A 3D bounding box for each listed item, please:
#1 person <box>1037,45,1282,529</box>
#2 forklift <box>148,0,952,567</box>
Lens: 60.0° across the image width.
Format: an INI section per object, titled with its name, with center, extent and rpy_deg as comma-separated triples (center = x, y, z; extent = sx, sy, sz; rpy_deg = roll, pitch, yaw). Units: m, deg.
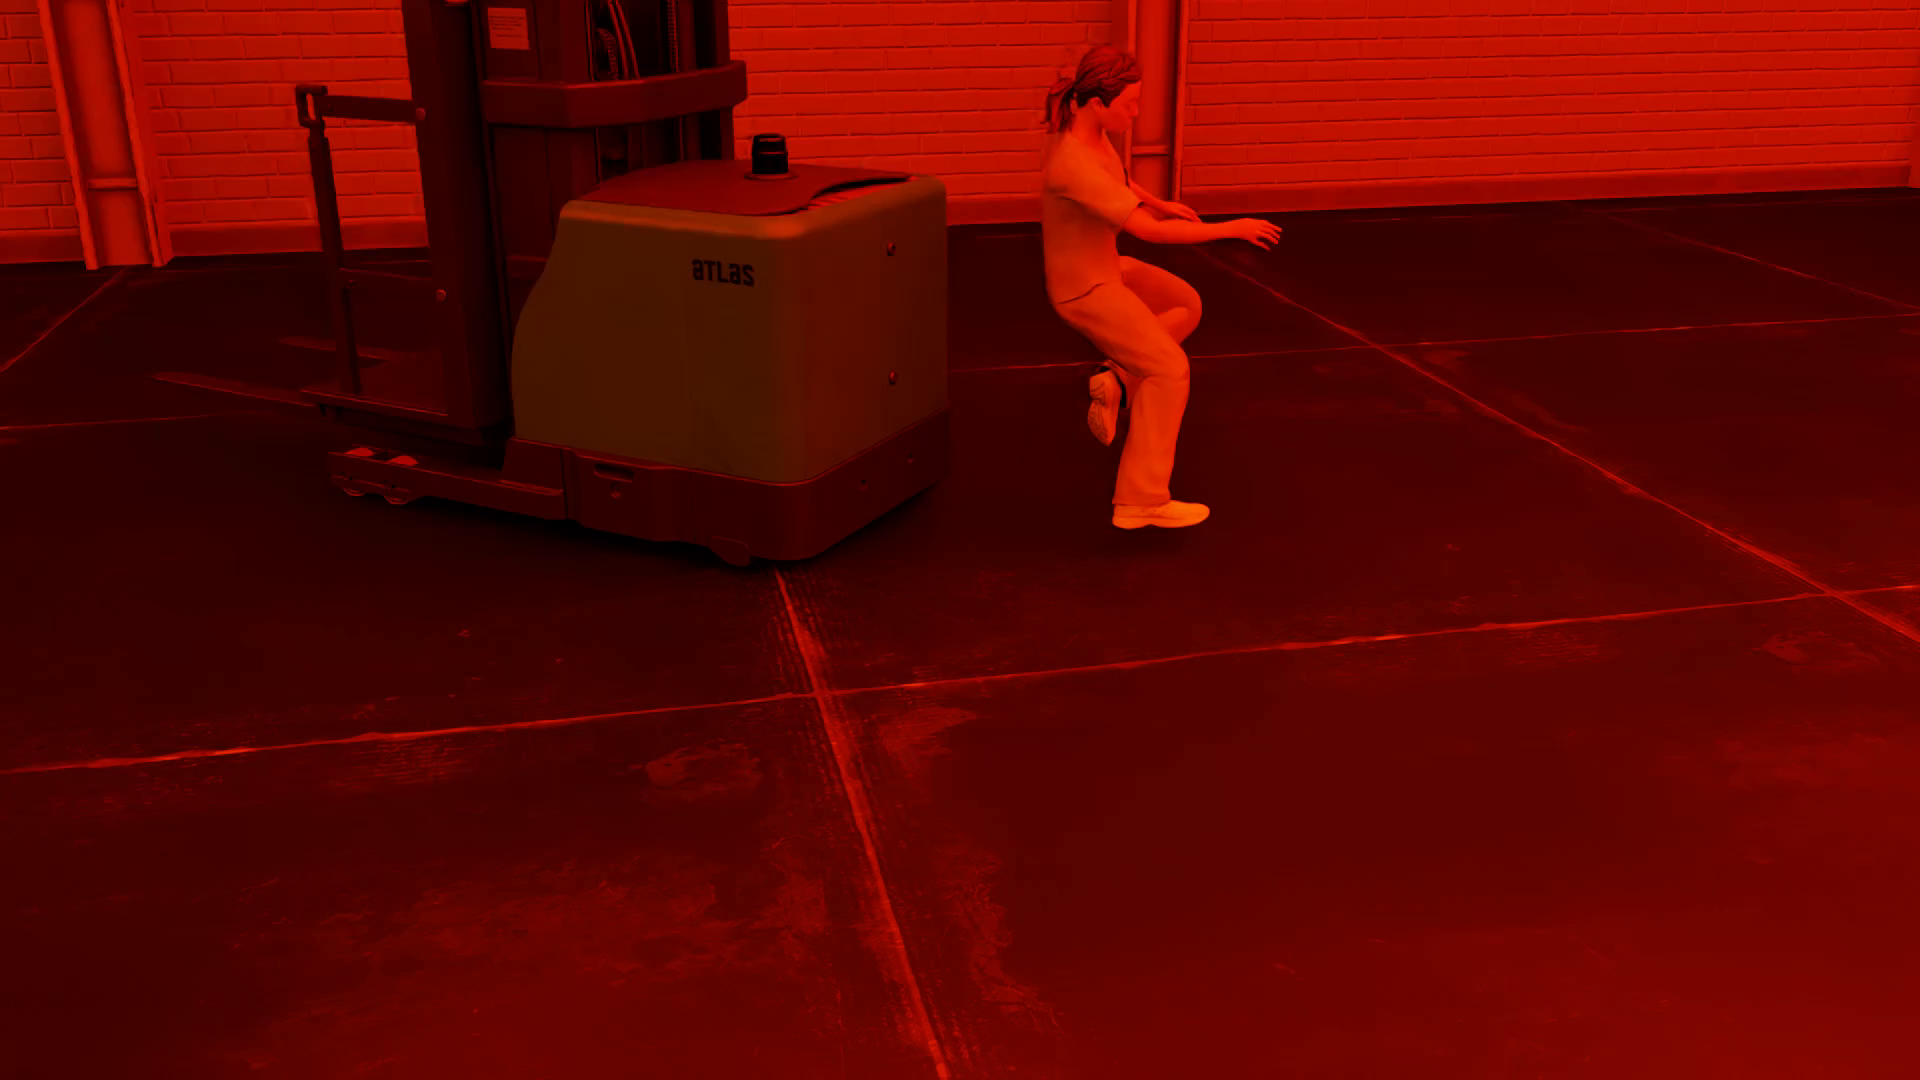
[person]
center = 0.629, -0.846, 5.362
extent = 0.744, 1.455, 0.818
rpy_deg = 2, 21, 5
[forklift]
center = -1.577, -1.640, 5.483
extent = 3.031, 2.935, 1.130
rpy_deg = 10, 23, 25
